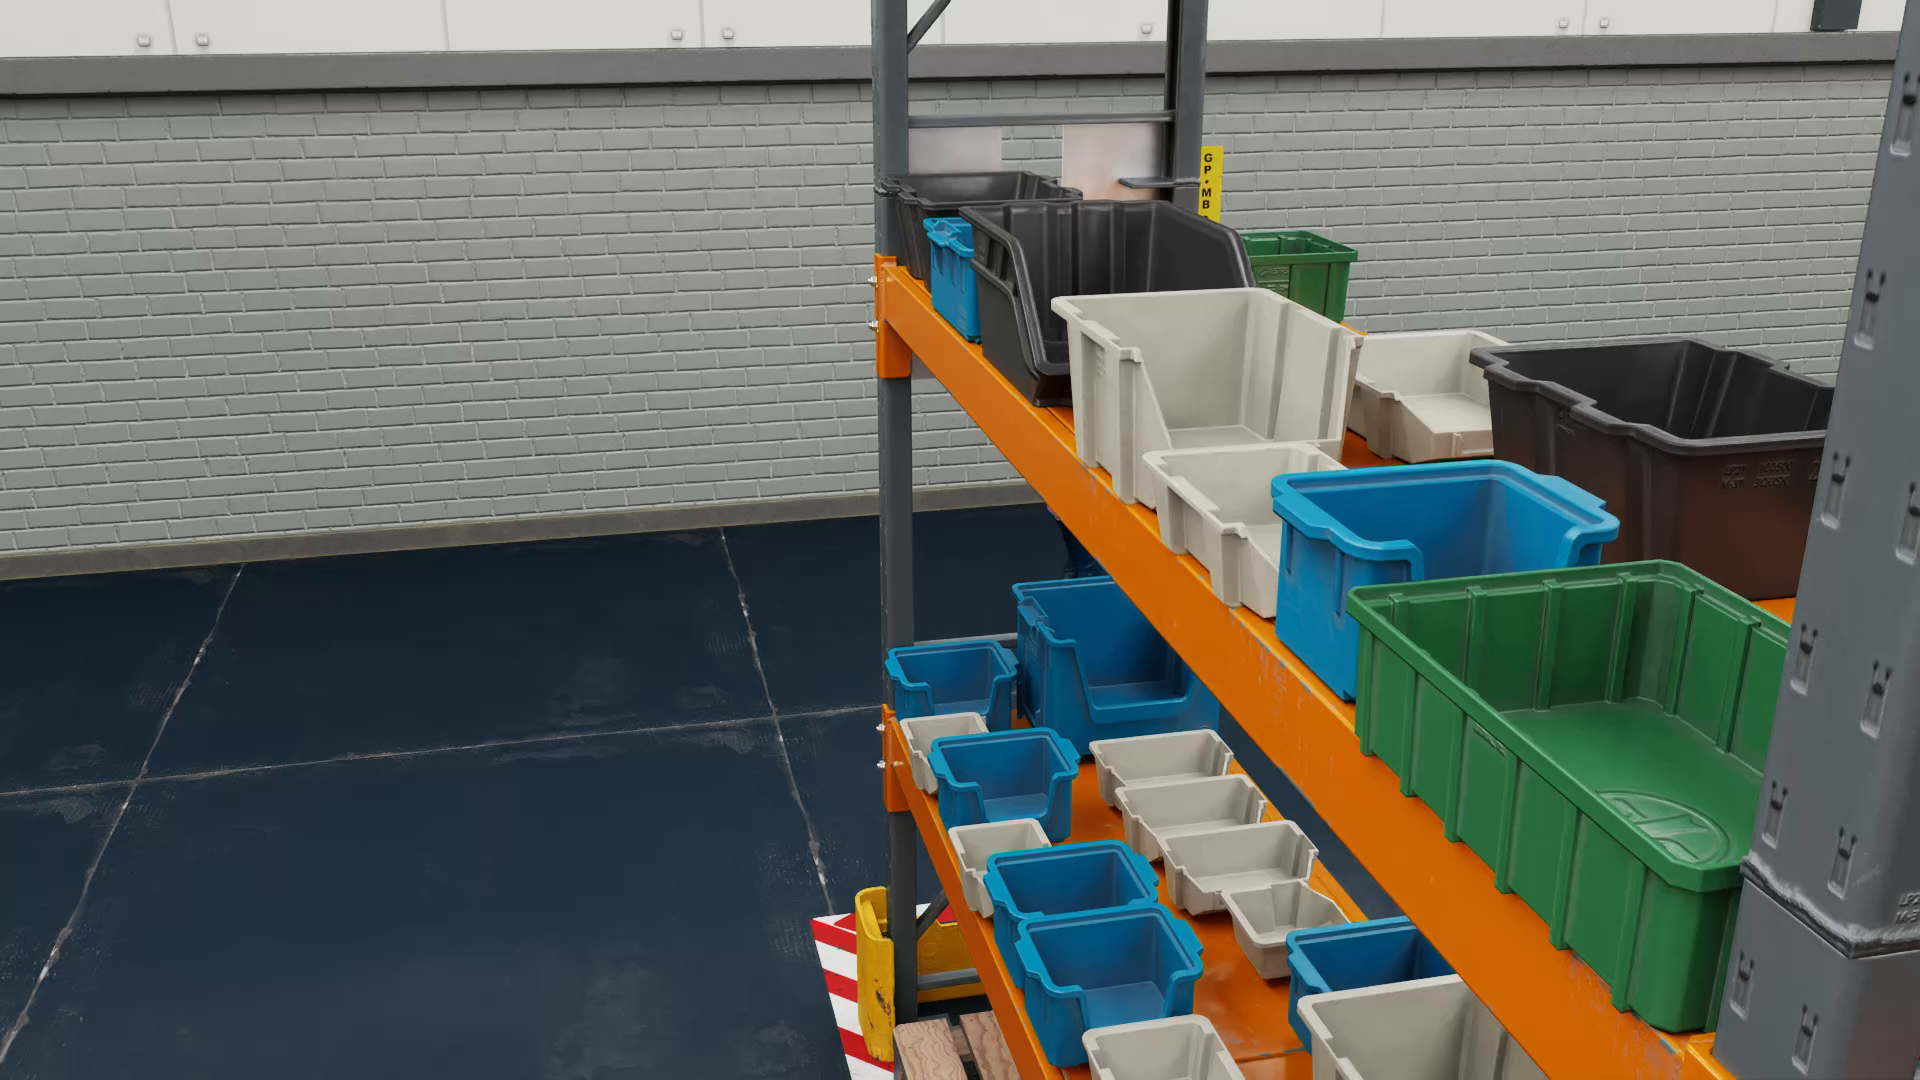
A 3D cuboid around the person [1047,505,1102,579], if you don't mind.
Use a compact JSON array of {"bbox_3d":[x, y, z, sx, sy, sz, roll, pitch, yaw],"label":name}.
[{"bbox_3d":[0.655,-0.070,9.076,0.346,1.392,0.483,-6,21,-16],"label":"person"}]
